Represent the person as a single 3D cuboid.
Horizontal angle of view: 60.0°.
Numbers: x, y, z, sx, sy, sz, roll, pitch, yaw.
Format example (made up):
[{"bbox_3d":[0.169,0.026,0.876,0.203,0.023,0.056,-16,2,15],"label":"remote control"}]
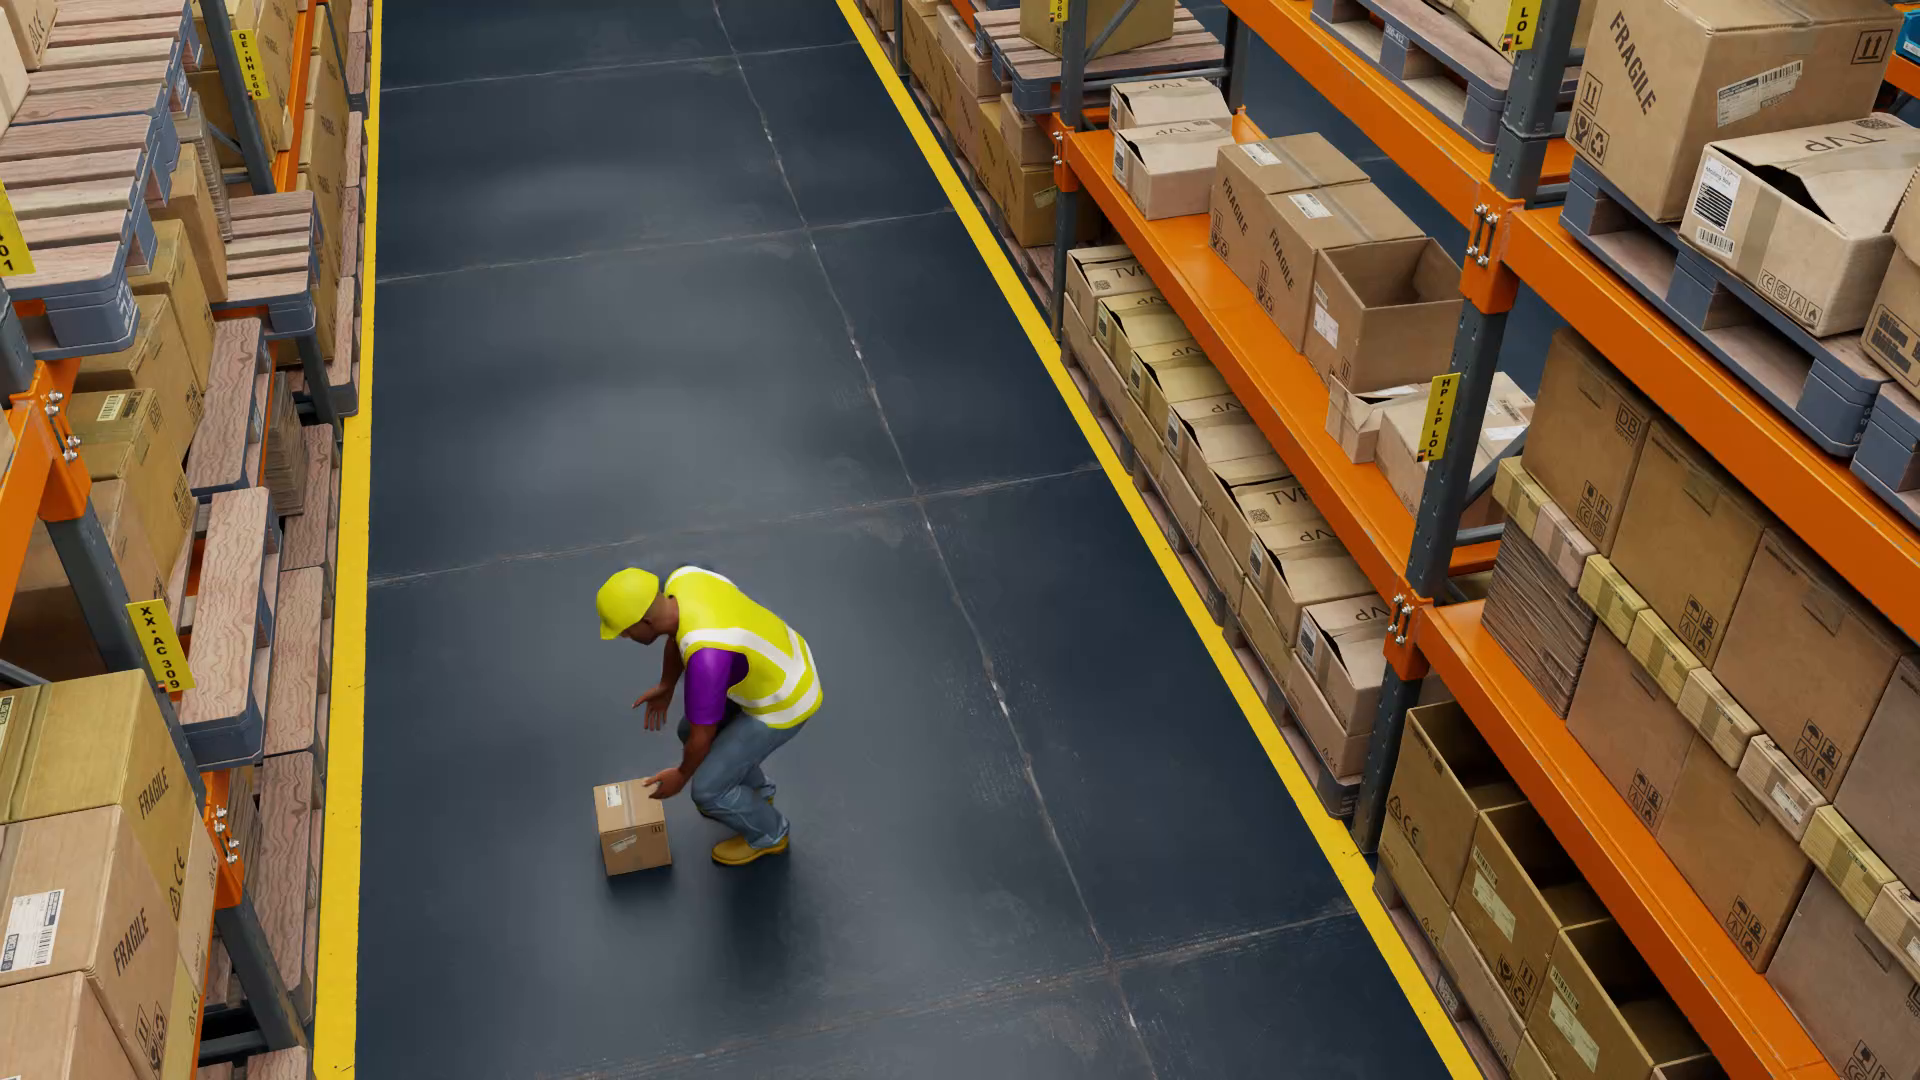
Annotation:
[{"bbox_3d":[-0.892,0.628,6.187,0.763,1.403,0.631,-8,39,-11],"label":"person"}]
